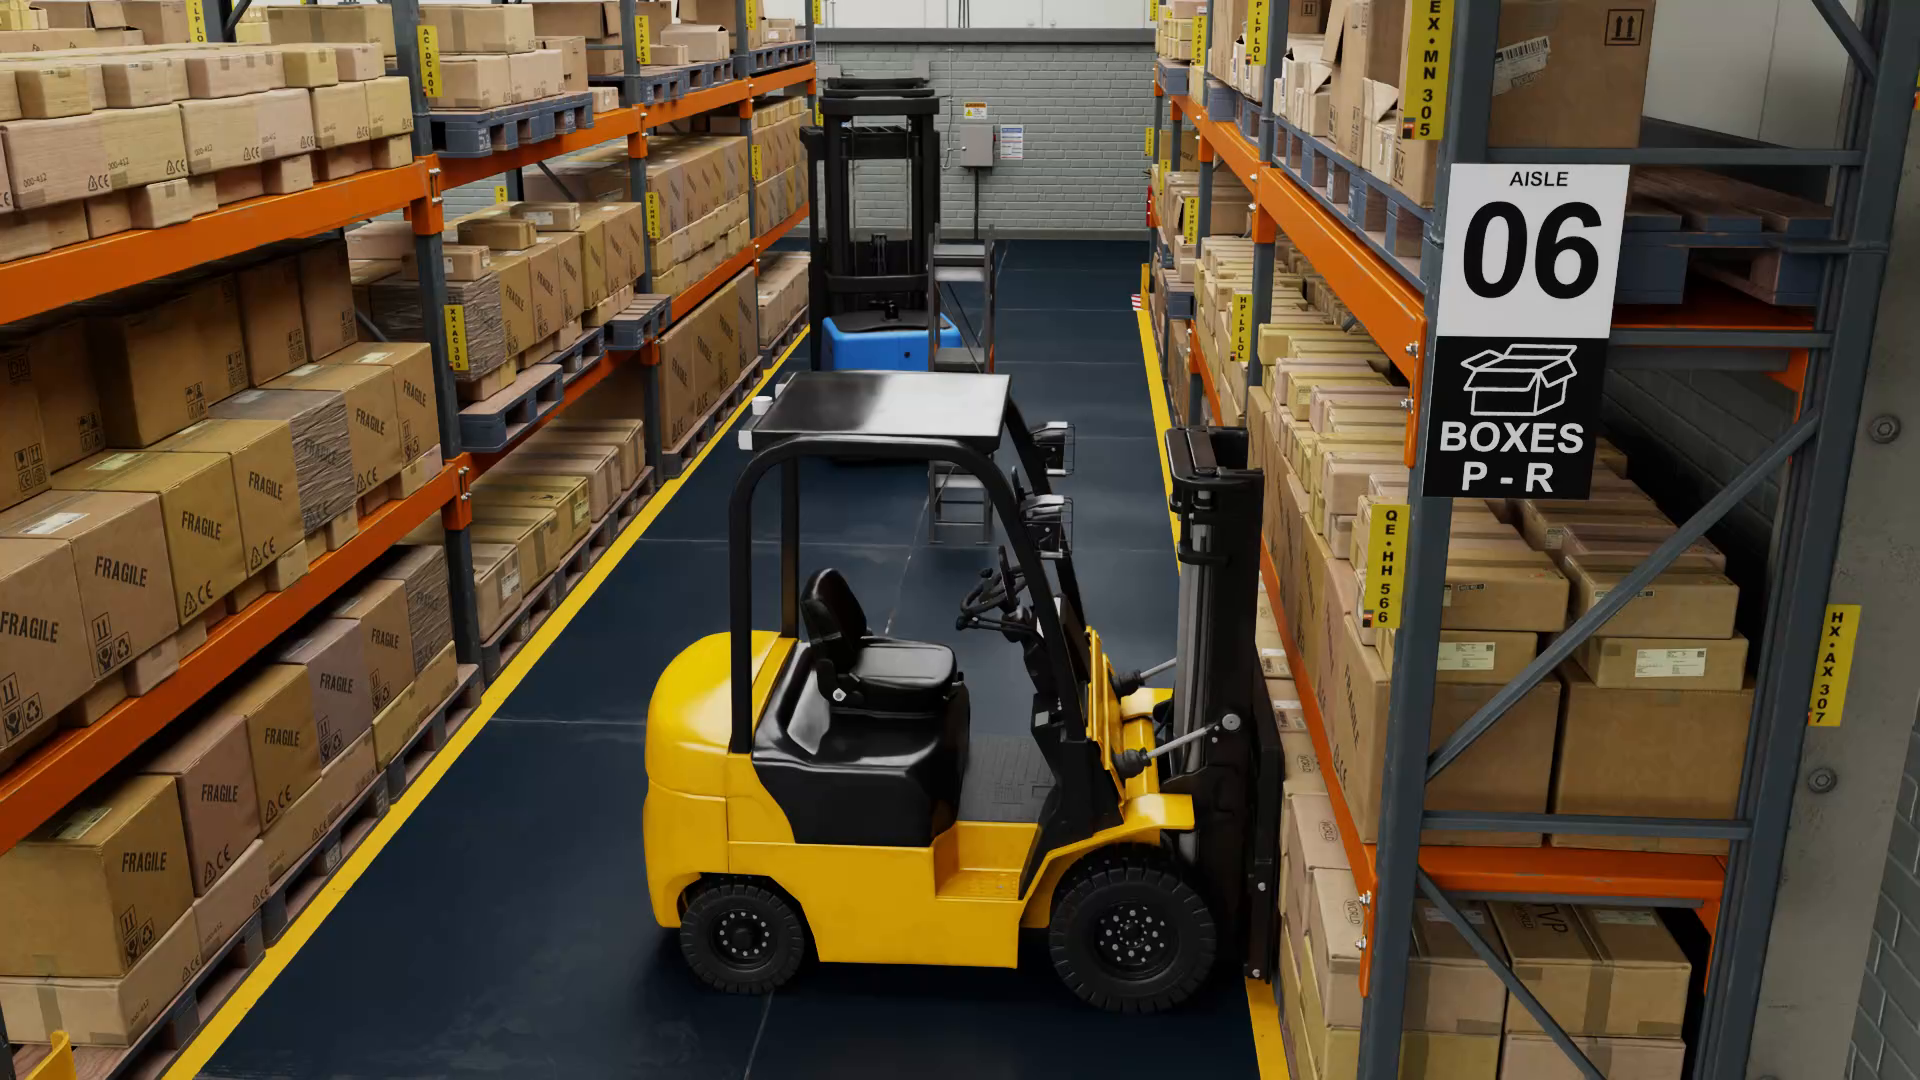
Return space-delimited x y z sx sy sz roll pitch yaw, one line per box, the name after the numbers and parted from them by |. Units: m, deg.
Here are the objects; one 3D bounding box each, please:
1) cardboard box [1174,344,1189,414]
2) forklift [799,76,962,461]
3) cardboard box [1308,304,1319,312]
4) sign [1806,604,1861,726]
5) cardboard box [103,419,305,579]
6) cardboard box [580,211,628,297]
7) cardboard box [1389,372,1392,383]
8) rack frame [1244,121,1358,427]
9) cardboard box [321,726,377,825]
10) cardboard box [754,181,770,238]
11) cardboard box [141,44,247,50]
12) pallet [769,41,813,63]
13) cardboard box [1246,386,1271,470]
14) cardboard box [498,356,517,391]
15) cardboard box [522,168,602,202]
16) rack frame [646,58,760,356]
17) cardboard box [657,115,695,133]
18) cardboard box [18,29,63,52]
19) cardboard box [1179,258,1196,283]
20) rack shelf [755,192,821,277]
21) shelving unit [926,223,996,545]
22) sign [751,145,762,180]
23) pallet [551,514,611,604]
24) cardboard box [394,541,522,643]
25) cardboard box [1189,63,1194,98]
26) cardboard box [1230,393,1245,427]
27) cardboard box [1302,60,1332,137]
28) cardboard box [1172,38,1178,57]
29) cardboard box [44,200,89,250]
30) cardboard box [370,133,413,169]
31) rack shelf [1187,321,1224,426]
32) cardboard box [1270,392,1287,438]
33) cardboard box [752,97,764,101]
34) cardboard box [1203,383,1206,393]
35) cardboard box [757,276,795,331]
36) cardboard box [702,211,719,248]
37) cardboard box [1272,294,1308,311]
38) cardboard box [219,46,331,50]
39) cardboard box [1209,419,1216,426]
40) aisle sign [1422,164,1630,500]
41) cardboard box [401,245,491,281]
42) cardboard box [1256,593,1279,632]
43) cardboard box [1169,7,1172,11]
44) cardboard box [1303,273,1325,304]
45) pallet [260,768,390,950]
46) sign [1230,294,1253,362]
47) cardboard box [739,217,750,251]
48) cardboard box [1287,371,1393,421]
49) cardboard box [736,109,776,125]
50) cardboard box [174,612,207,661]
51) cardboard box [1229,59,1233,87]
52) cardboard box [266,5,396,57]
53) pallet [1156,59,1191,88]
2.098 -1.365 14.111 0.500 0.500 0.500 1 18 2 | cardboard box
-0.753 -2.432 14.139 1.130 2.935 3.031 -3 18 -10 | forklift
2.310 -1.288 9.974 0.500 0.250 0.500 1 18 3 | cardboard box
2.162 0.312 4.135 0.100 0.325 0.005 1 18 4 | sign
-2.934 -0.170 6.485 0.500 0.500 0.500 1 18 3 | cardboard box
-2.550 -1.927 11.175 0.500 0.500 0.500 1 18 3 | cardboard box
2.129 -0.745 7.678 0.380 0.149 0.250 1 18 4 | cardboard box
1.896 -0.495 8.117 1.000 3.000 0.127 1 18 4 | rack frame
-2.899 1.015 7.249 0.500 0.250 0.500 2 18 5 | cardboard box
-2.187 -3.277 16.446 0.500 0.500 0.500 2 18 6 | cardboard box
-3.393 -2.118 7.375 0.380 0.149 0.250 2 18 6 | cardboard box
-2.238 -5.484 18.669 1.003 0.211 1.213 1 18 4 | pallet
1.603 -0.411 7.699 0.500 0.500 0.500 1 18 2 | cardboard box
-2.674 -0.927 9.164 0.380 0.149 0.250 2 18 5 | cardboard box
-2.993 -2.536 12.580 0.500 0.500 0.500 1 18 2 | cardboard box
-2.482 -3.090 16.034 1.000 3.000 0.127 1 18 4 | rack frame
-2.777 -4.023 16.076 0.380 0.149 0.250 1 18 3 | cardboard box
-7.378 -3.726 12.999 0.500 0.500 0.500 1 18 4 | cardboard box
1.847 -2.030 12.531 0.380 0.149 0.250 2 18 5 | cardboard box
-2.339 -3.369 18.042 1.077 0.370 4.000 1 18 4 | rack shelf
0.012 -1.049 11.253 0.431 2.100 0.503 1 18 4 | shelving unit
-1.940 -3.593 15.839 0.100 0.325 0.005 1 18 4 | sign
-2.916 0.098 10.783 1.003 0.211 1.213 1 18 4 | pallet
-3.020 0.281 9.293 0.950 0.372 0.625 2 18 5 | cardboard box
2.048 -3.568 12.919 0.500 0.250 0.500 1 18 4 | cardboard box
1.671 -0.586 8.636 0.500 0.250 0.500 2 18 5 | cardboard box
1.486 -1.650 6.204 0.396 0.266 0.258 1 18 3 | cardboard box
1.980 -4.132 13.966 0.380 0.149 0.250 1 18 3 | cardboard box
-3.019 -1.007 5.265 0.380 0.149 0.250 1 18 4 | cardboard box
-2.774 -1.806 7.704 0.380 0.149 0.250 1 18 4 | cardboard box
2.039 -0.775 10.125 1.077 0.370 4.000 1 18 4 | rack shelf
1.511 -0.521 6.993 0.380 0.149 0.250 2 18 5 | cardboard box
-2.445 -4.976 18.983 0.380 0.149 0.250 2 18 5 | cardboard box
1.965 -1.217 12.617 0.380 0.149 0.250 0 18 1 | cardboard box
-2.266 -2.542 17.804 0.875 0.438 0.875 1 18 2 | cardboard box
-2.351 -2.638 14.093 0.500 0.250 0.500 2 18 5 | cardboard box
1.737 -1.282 9.316 0.380 0.149 0.250 1 18 3 | cardboard box
-2.911 -2.025 7.092 0.380 0.149 0.250 2 18 5 | cardboard box
2.085 -0.412 11.003 0.875 0.625 0.625 2 18 6 | cardboard box
1.311 -0.474 3.879 0.394 0.787 0.004 1 18 4 | aisle sign
-2.669 -1.440 8.645 0.380 0.149 0.250 1 18 4 | cardboard box
1.501 0.439 7.403 0.500 0.250 0.500 1 18 4 | cardboard box
2.293 -5.033 16.108 0.500 0.250 0.500 1 18 3 | cardboard box
2.270 -1.511 10.013 0.380 0.149 0.250 2 18 5 | cardboard box
-3.153 1.310 7.087 1.003 0.211 1.213 1 18 4 | pallet
1.354 -1.017 7.977 0.100 0.325 0.005 1 18 4 | sign
-2.263 -2.873 15.615 0.500 0.250 0.500 1 18 3 | cardboard box
1.526 -0.578 6.691 0.380 0.149 0.250 1 18 3 | cardboard box
-2.095 -4.331 17.014 0.380 0.149 0.250 1 18 2 | cardboard box
-2.959 0.338 5.978 0.380 0.149 0.250 2 18 5 | cardboard box
1.727 -2.636 9.402 0.380 0.149 0.250 1 18 3 | cardboard box
-3.141 -2.579 8.423 0.500 0.250 0.500 2 18 5 | cardboard box
2.352 -4.115 14.649 1.213 0.211 1.003 1 18 4 | pallet
